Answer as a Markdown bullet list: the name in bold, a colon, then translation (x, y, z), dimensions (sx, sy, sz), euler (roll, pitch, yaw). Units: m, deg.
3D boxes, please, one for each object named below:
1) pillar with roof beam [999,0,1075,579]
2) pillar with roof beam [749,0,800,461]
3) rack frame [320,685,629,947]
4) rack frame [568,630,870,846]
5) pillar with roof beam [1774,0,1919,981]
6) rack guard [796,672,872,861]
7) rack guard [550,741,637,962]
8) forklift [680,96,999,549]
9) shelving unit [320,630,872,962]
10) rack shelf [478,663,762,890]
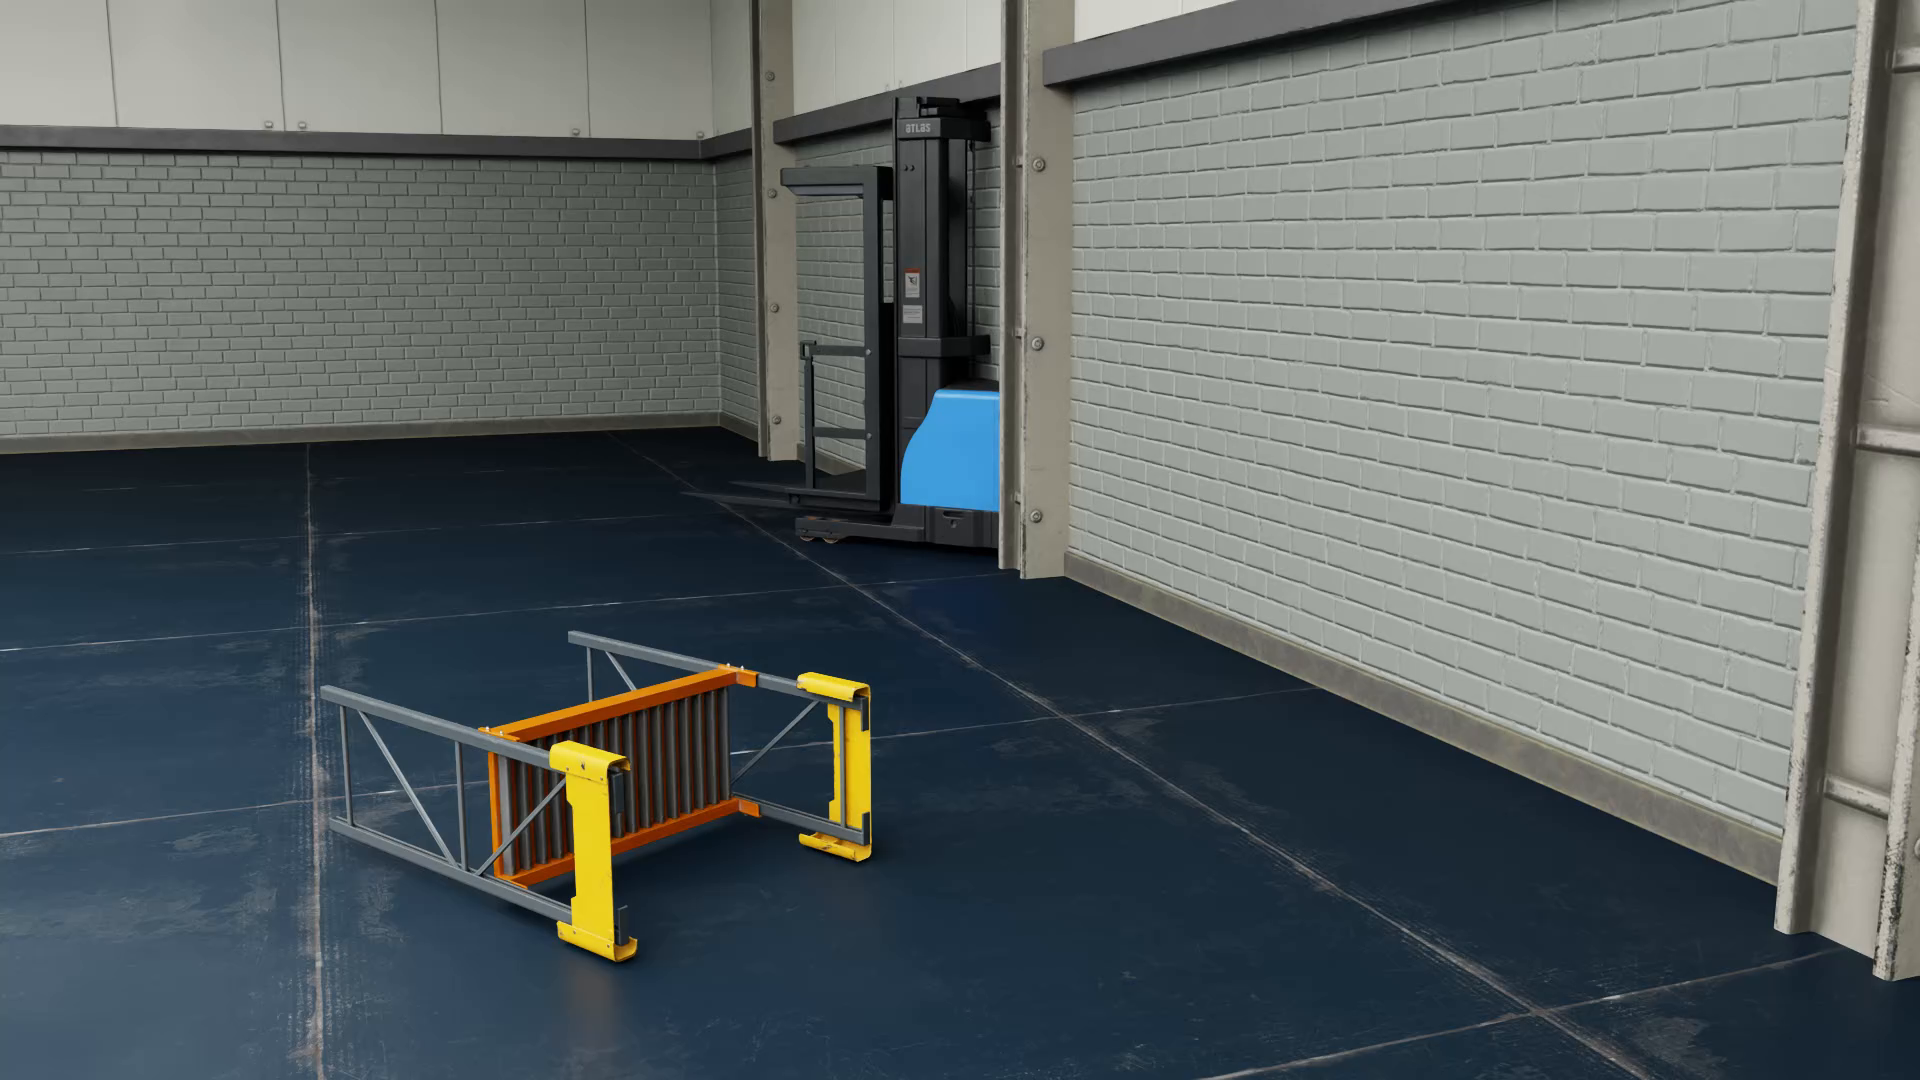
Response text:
- **pillar with roof beam**: translation (-3.557, -3.962, 7.999), dimensions (9.100, 9.000, 0.400), euler (-4, 11, -21)
- **pillar with roof beam**: translation (-5.731, -4.941, 13.505), dimensions (9.100, 9.000, 0.400), euler (-4, 11, -21)
- **rack frame**: translation (-1.527, 0.812, 5.104), dimensions (1.500, 0.500, 0.032), euler (8, 13, 38)
- **rack frame**: translation (-0.889, 0.674, 5.883), dimensions (1.500, 0.500, 0.032), euler (8, 13, 38)
- **pillar with roof beam**: translation (-1.382, -2.983, 2.493), dimensions (9.100, 9.000, 0.400), euler (-4, 11, -21)
- **rack guard**: translation (-0.415, 0.745, 5.482), dimensions (0.250, 0.587, 0.087), euler (8, 13, 38)
- **rack guard**: translation (-1.040, 0.881, 4.718), dimensions (0.250, 0.587, 0.087), euler (8, 13, 38)
- **forklift**: translation (-0.550, -1.495, 11.454), dimensions (3.031, 2.935, 1.130), euler (5, 11, 28)
- **shelving unit**: translation (-1.214, 0.744, 5.486), dimensions (1.500, 0.587, 1.083), euler (8, 13, 38)
- **rack shelf**: translation (-1.068, 0.763, 5.382), dimensions (0.185, 0.538, 1.000), euler (8, 13, 38)
